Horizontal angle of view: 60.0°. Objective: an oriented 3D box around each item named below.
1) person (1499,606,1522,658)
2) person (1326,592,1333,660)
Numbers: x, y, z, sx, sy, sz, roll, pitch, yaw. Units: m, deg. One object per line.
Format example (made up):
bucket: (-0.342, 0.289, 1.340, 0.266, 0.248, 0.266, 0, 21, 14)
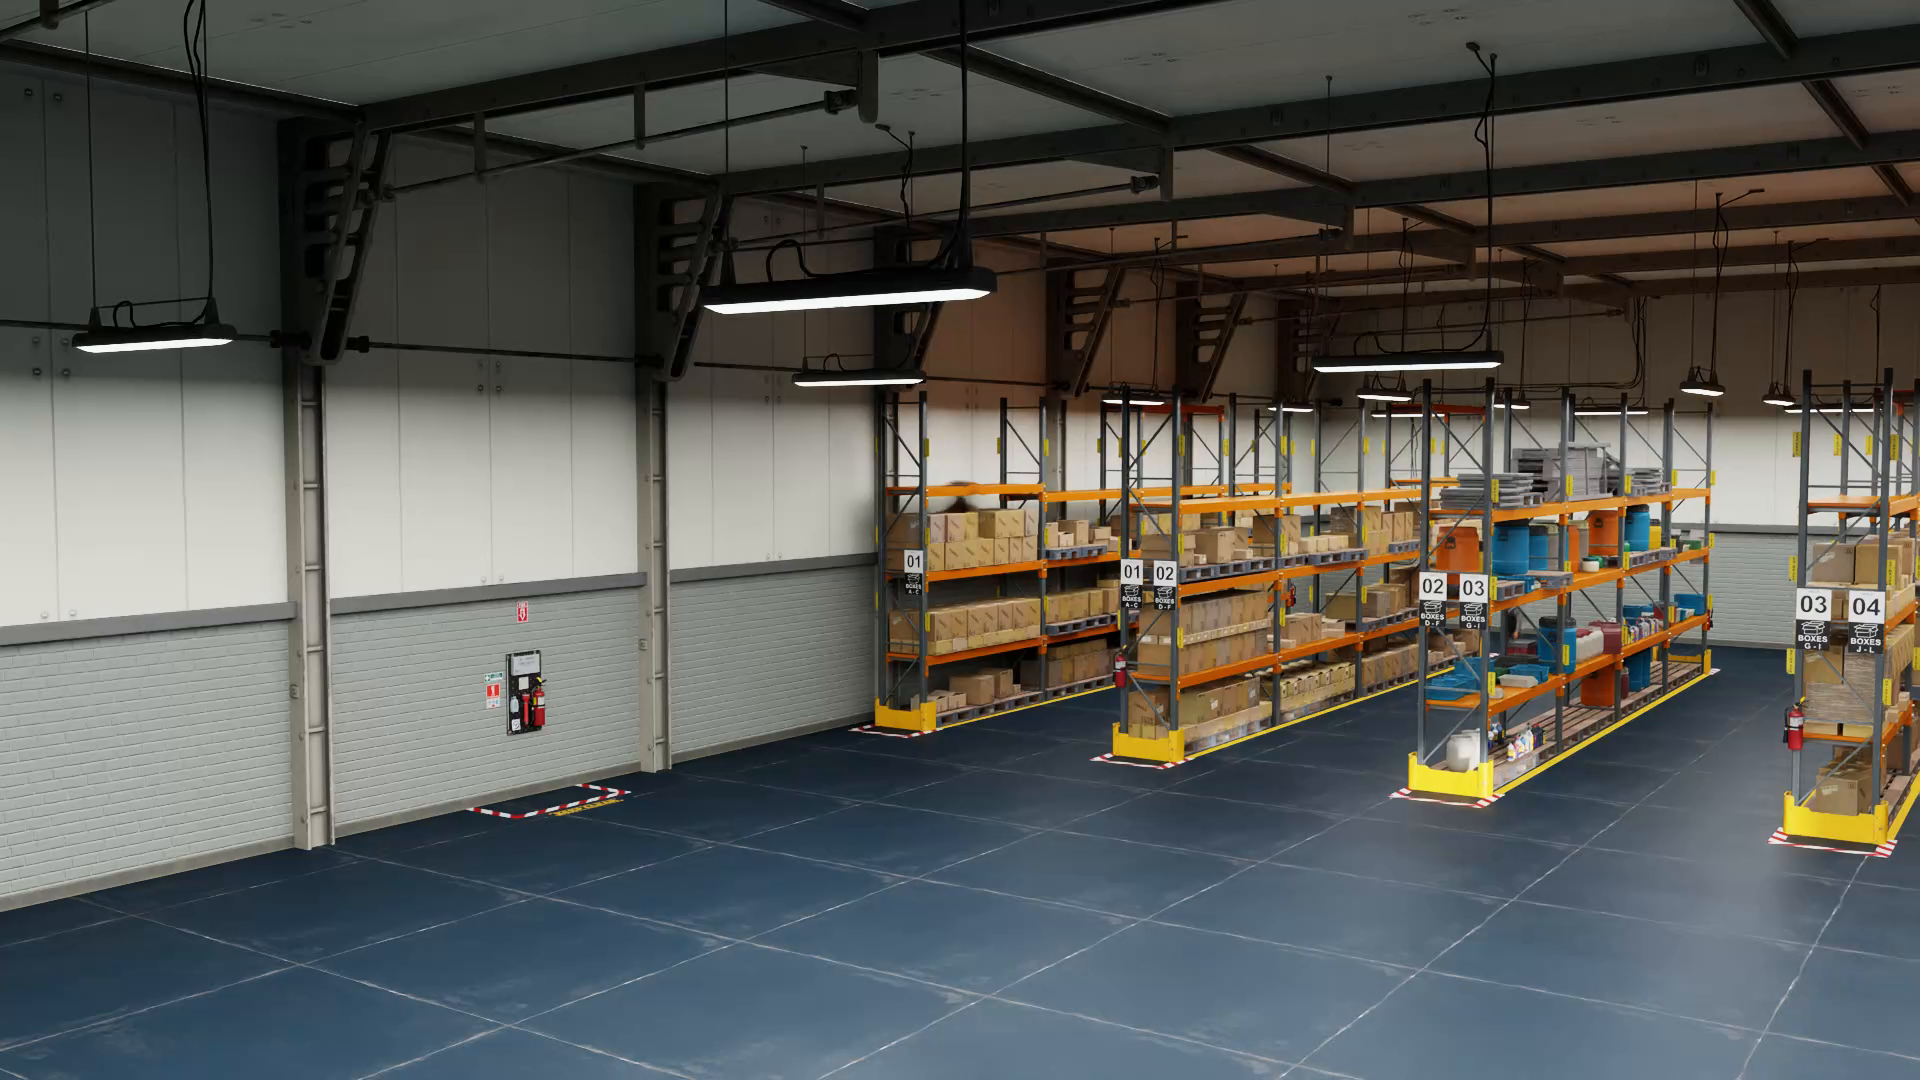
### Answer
person: (12.381, 2.093, 37.451, 0.542, 1.681, 1.066, 2, 4, 31)
person: (8.714, 2.062, 38.452, 0.585, 1.724, 0.744, 3, 4, 40)
